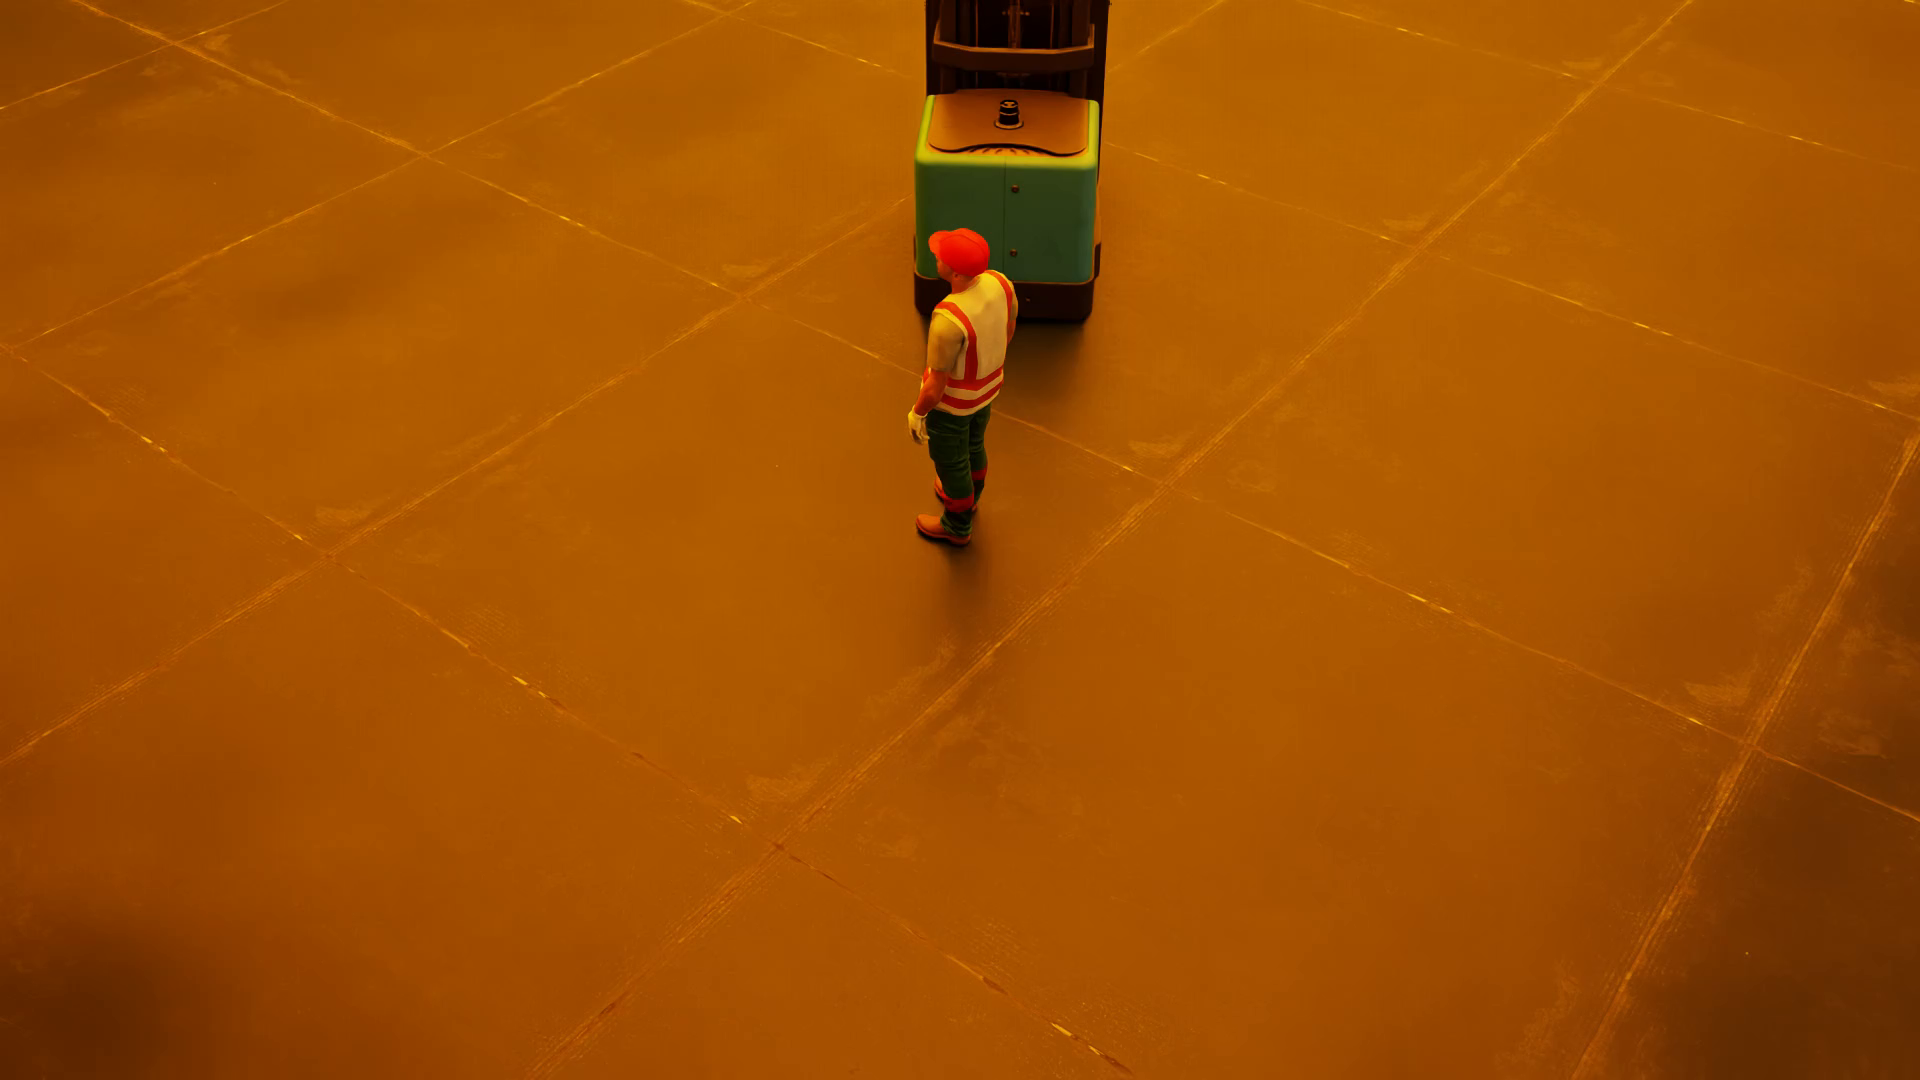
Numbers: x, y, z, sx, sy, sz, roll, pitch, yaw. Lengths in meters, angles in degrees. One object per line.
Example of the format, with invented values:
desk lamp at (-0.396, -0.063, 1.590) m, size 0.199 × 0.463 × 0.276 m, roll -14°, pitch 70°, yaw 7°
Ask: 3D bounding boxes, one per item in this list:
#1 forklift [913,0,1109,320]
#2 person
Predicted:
forklift at (0.356, -3.349, 10.002) m, size 1.130 × 2.935 × 3.031 m, roll 3°, pitch 41°, yaw 3°
person at (-0.056, -0.724, 7.793) m, size 0.564 × 1.787 × 0.637 m, roll 26°, pitch 47°, yaw 28°
